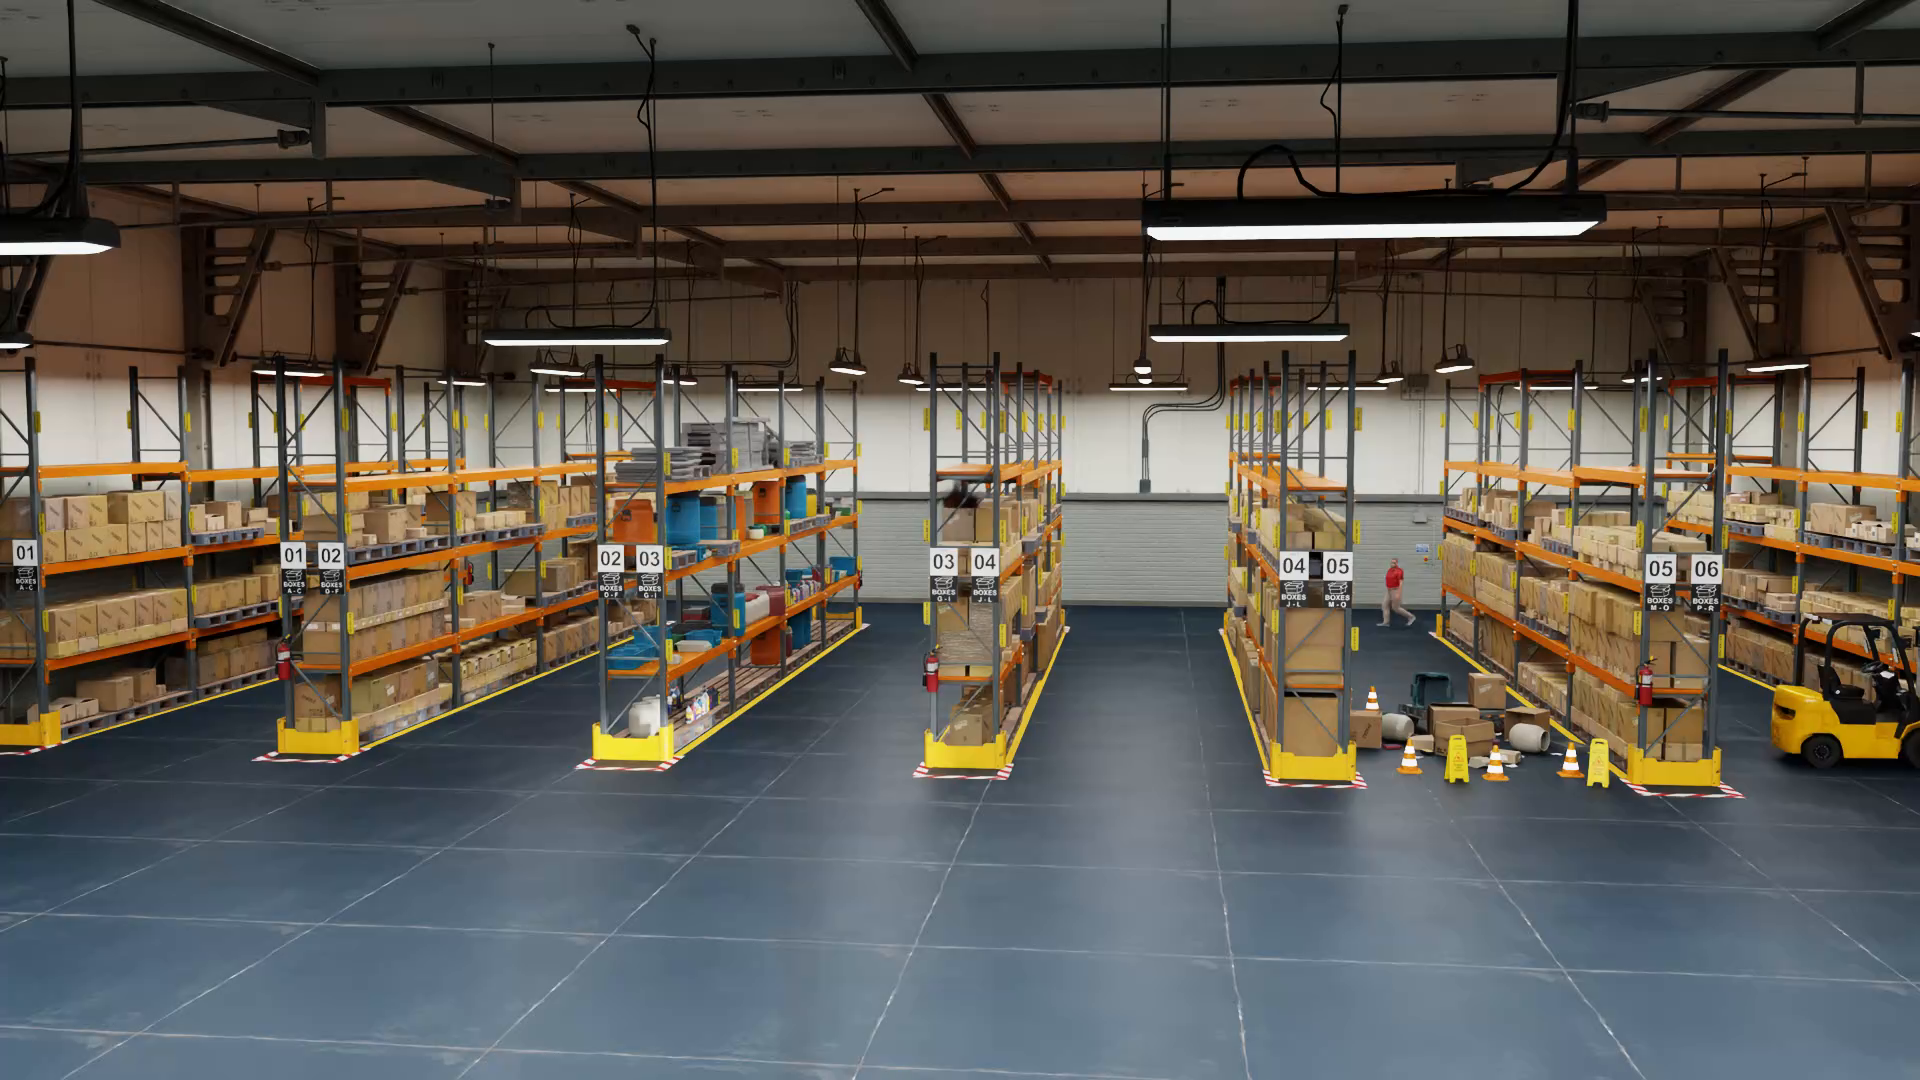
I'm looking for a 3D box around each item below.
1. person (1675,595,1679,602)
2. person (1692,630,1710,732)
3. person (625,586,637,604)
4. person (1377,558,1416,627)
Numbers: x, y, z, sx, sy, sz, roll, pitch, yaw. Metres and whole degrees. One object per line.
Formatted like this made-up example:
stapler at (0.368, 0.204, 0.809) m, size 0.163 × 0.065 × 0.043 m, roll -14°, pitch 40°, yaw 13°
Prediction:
person at (13.641, 1.863, 32.019) m, size 1.049 × 1.717 × 0.514 m, roll -2°, pitch 5°, yaw -31°
person at (11.931, 2.285, 26.825) m, size 0.411 × 1.680 × 0.542 m, roll 3°, pitch 5°, yaw 37°
person at (-8.643, 0.944, 45.255) m, size 1.033 × 1.723 × 0.711 m, roll 2°, pitch 4°, yaw 22°
person at (10.622, 1.275, 40.511) m, size 0.888 × 1.678 × 0.588 m, roll 0°, pitch 4°, yaw -1°
